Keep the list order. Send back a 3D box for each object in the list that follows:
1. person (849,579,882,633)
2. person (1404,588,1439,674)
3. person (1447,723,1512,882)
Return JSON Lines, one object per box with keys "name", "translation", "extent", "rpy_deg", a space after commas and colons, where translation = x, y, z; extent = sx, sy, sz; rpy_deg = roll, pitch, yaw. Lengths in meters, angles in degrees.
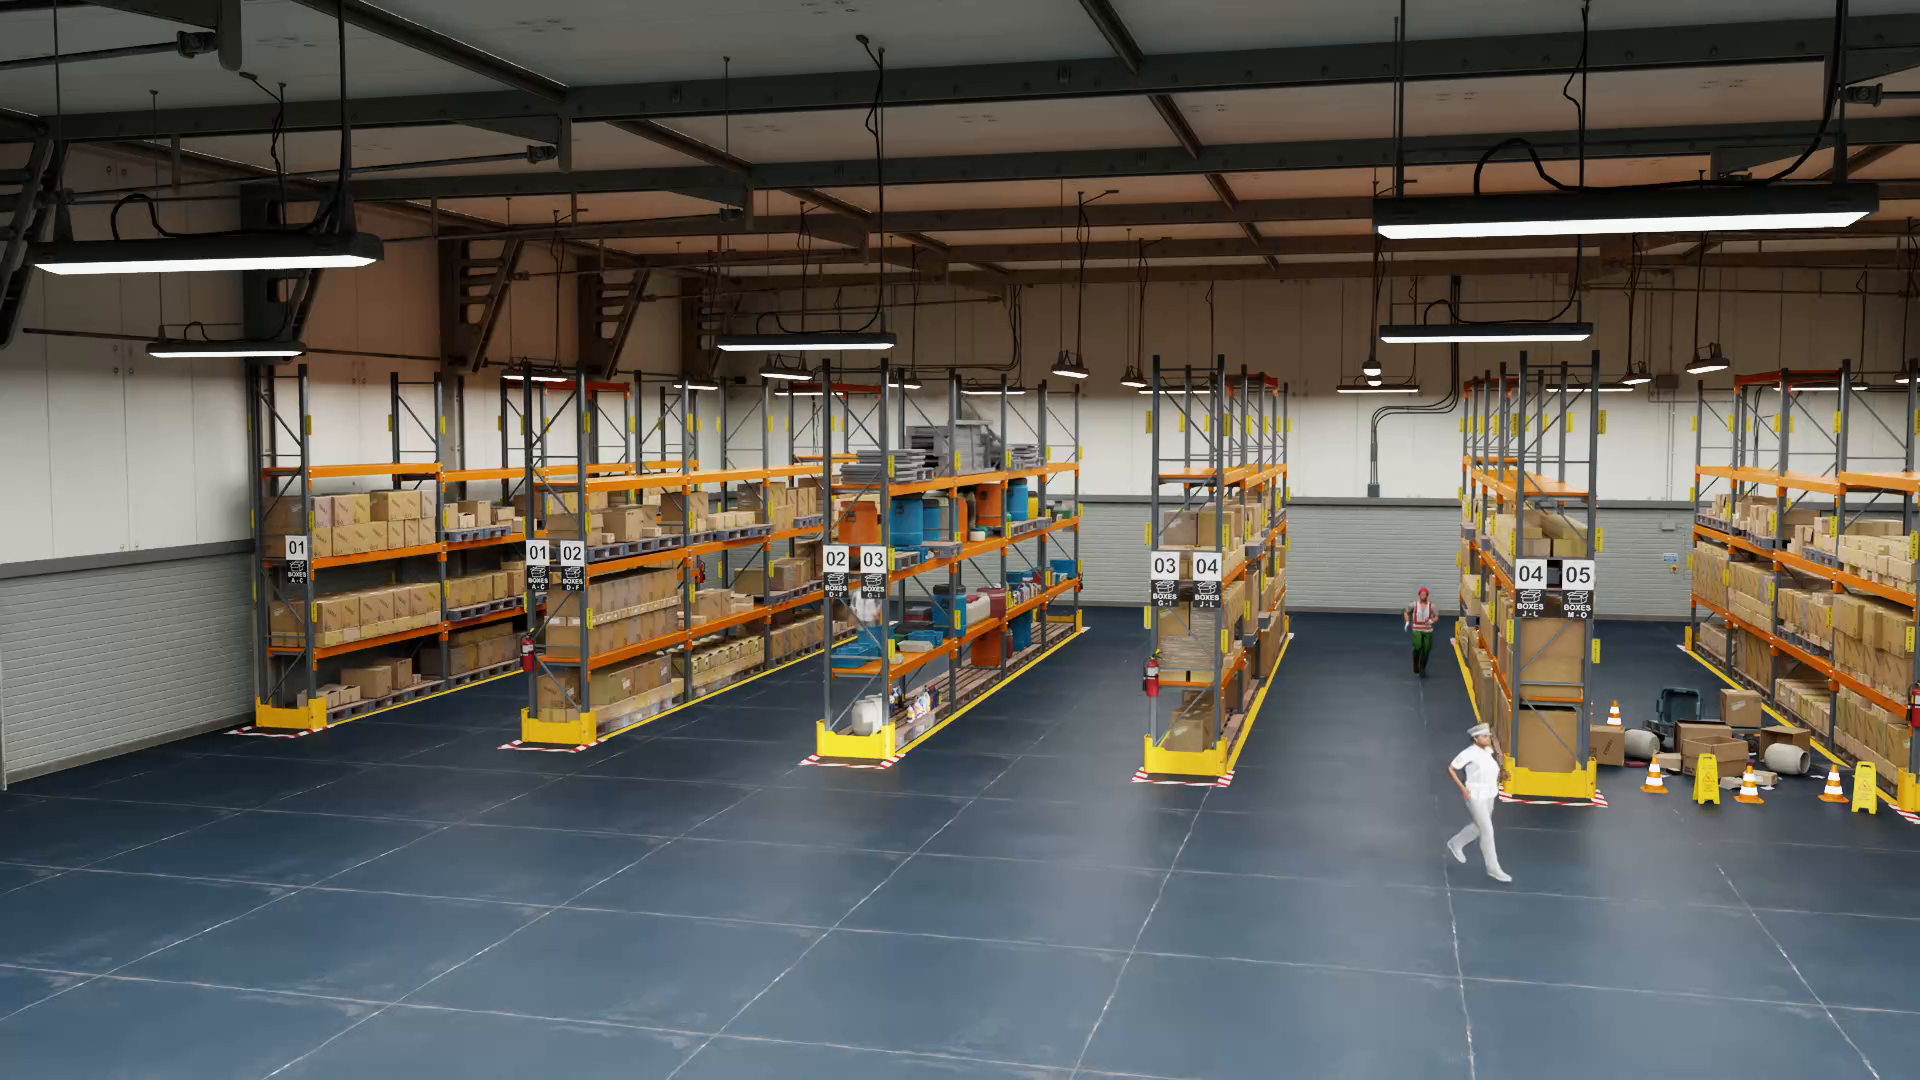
{"name": "person", "translation": [-1.867, 1.600, 32.791], "extent": [0.668, 1.783, 0.569], "rpy_deg": [0, 4, 5]}
{"name": "person", "translation": [9.204, 1.821, 33.119], "extent": [0.658, 1.740, 0.650], "rpy_deg": [1, 4, 8]}
{"name": "person", "translation": [5.770, 2.864, 18.478], "extent": [0.576, 1.679, 0.939], "rpy_deg": [-3, 5, -36]}
